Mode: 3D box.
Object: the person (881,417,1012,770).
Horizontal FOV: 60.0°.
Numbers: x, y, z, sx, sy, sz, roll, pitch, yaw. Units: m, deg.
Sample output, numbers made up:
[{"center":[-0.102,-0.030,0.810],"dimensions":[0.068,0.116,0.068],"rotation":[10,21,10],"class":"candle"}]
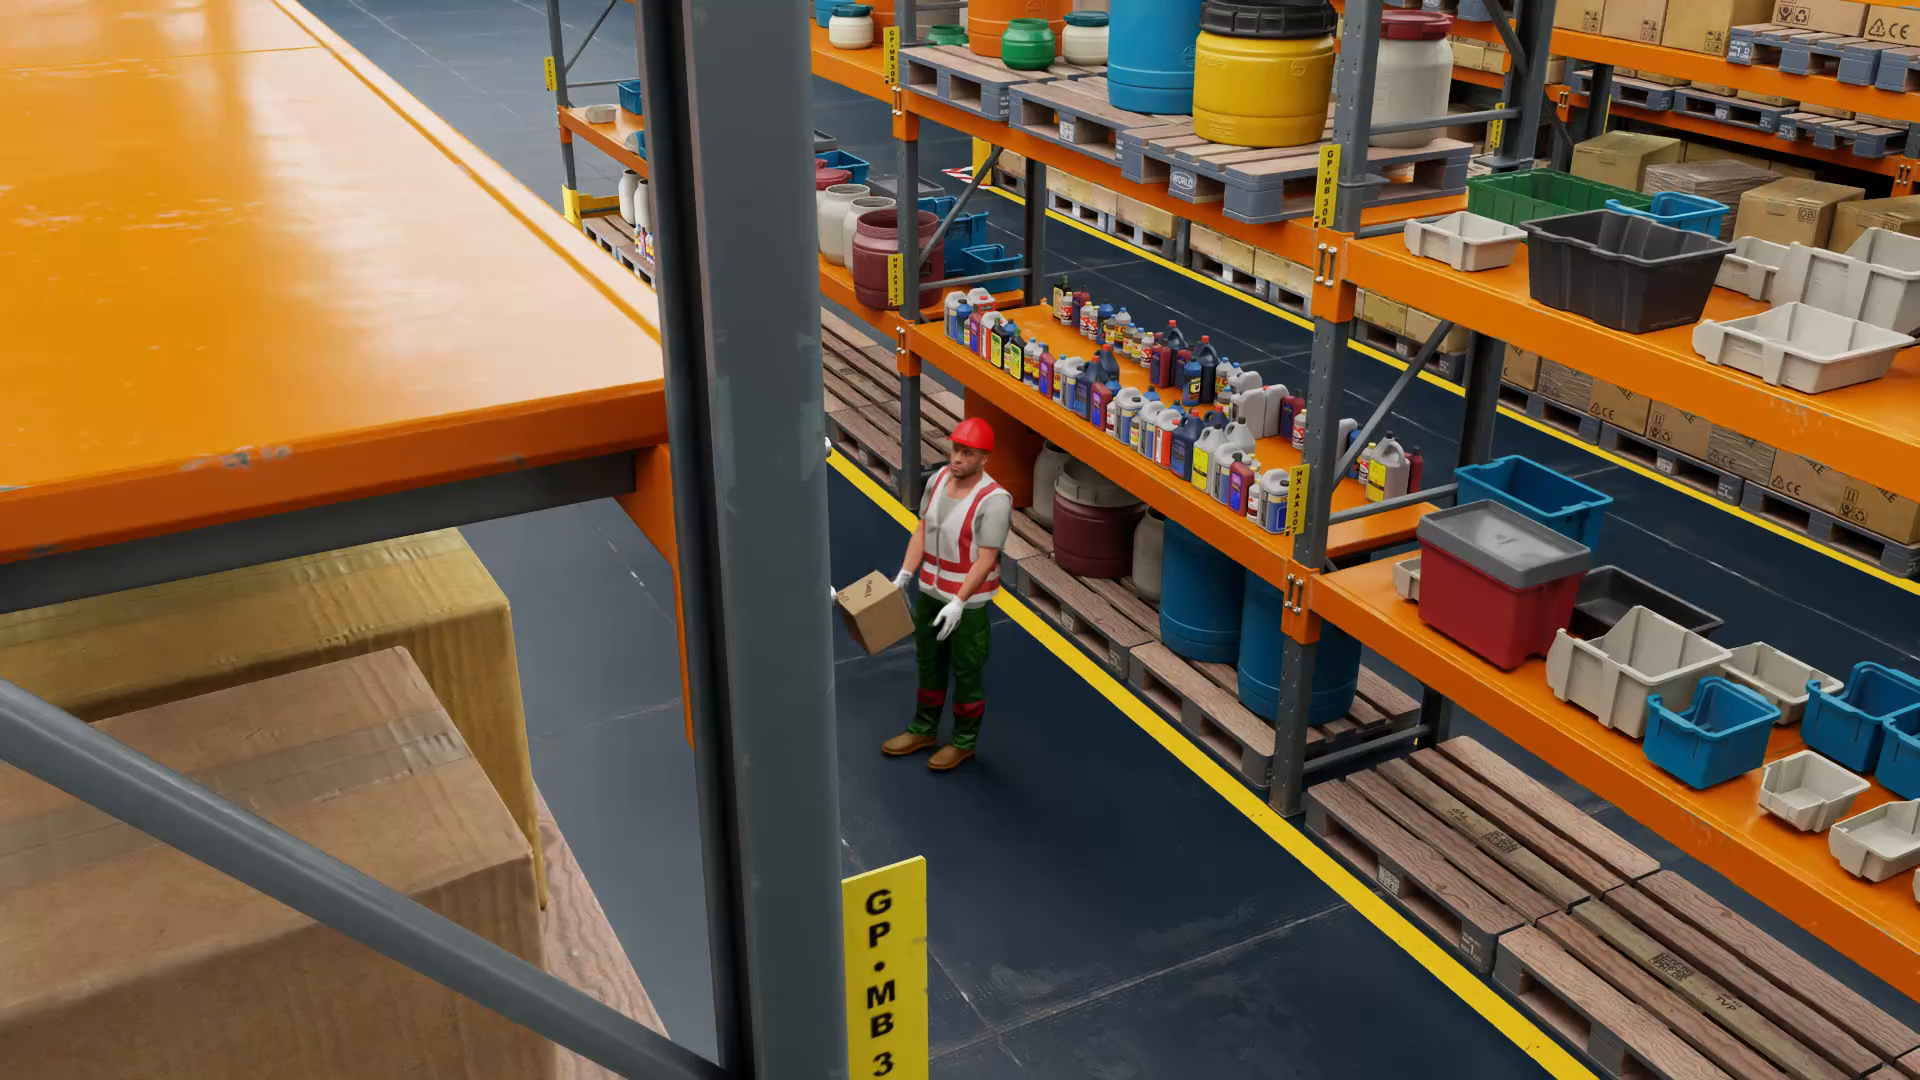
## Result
[{"center":[-0.063,0.278,7.976],"dimensions":[0.561,1.794,0.498],"rotation":[23,34,40],"class":"person"}]
